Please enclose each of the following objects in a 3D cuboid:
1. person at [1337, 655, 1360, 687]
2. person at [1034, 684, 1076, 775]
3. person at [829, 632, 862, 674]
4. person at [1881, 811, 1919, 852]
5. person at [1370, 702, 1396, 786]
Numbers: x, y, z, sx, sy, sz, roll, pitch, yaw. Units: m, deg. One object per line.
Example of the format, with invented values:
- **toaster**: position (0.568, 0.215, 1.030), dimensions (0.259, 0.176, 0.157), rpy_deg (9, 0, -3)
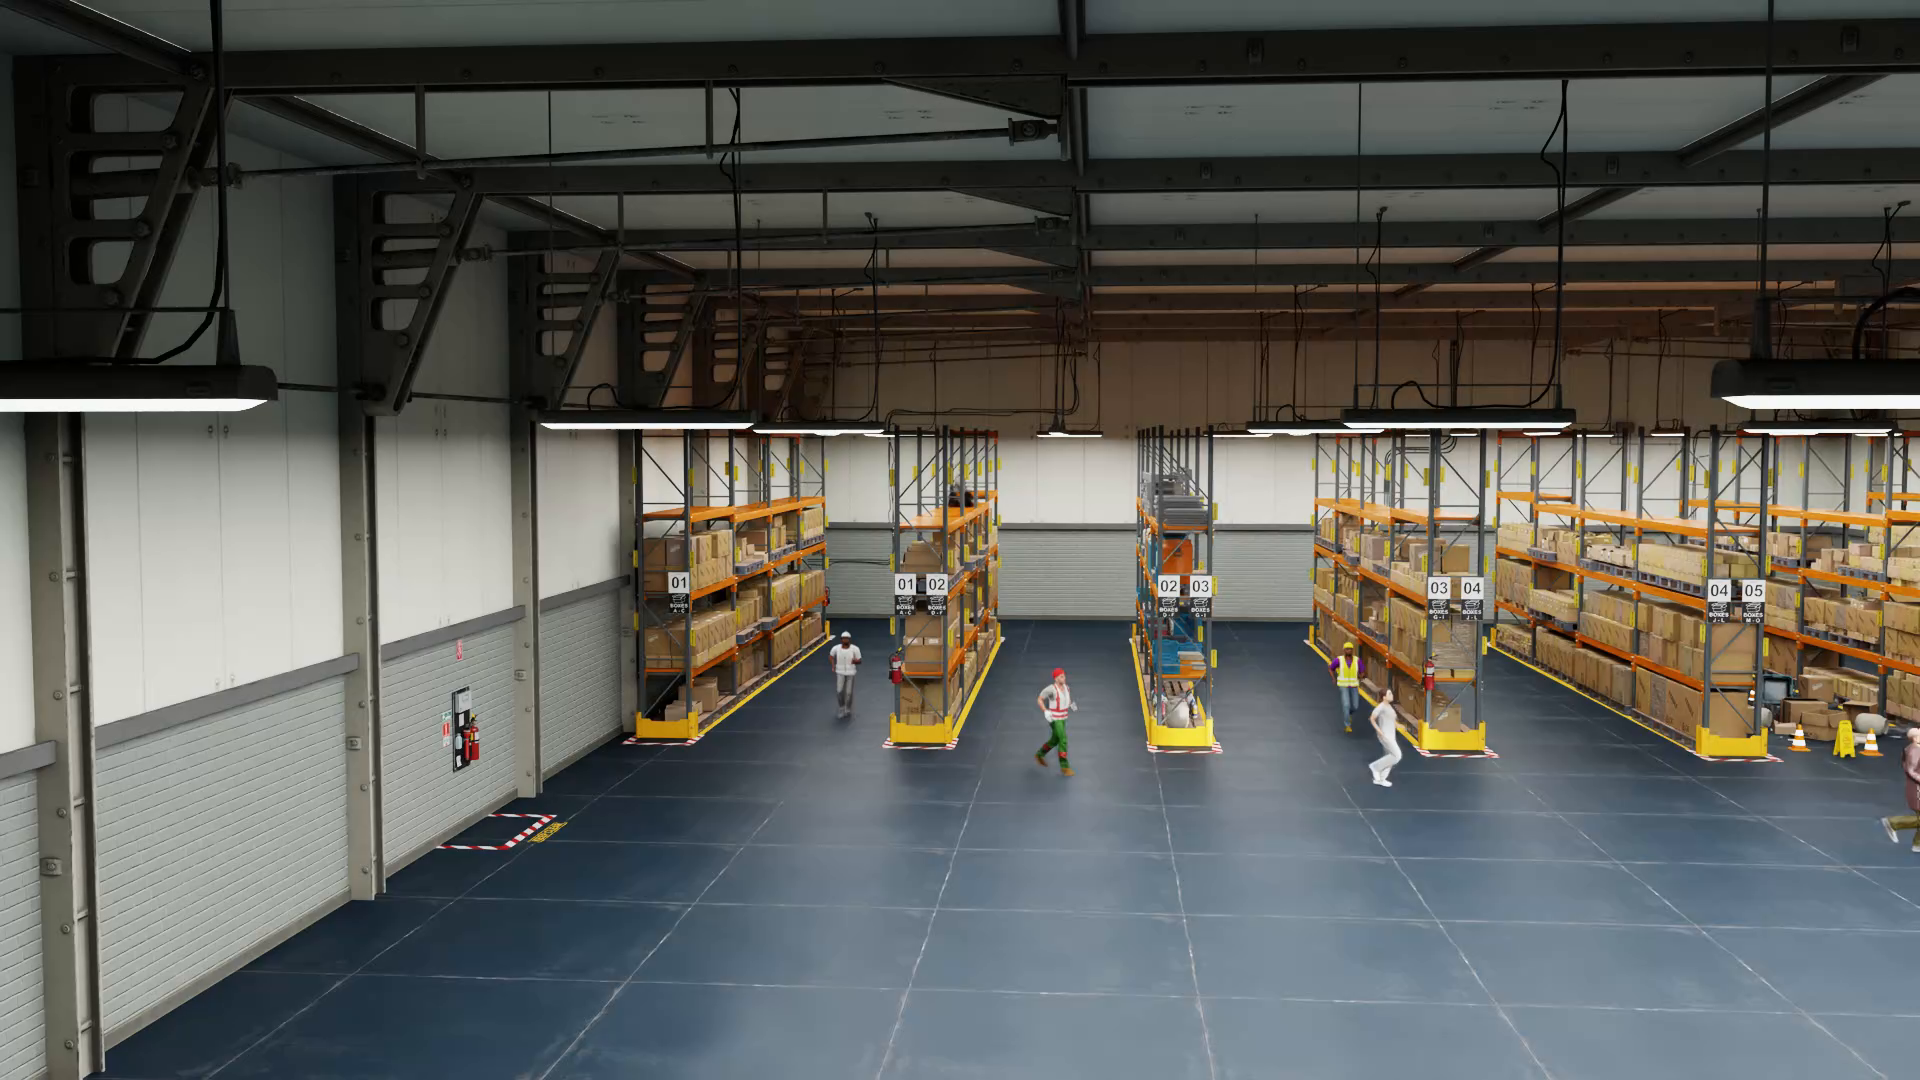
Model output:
- **person**: position (7.648, 2.583, 32.756), dimensions (0.435, 0.623, 0.344), rpy_deg (0, 3, 2)
- **person**: position (1.648, 3.218, 28.577), dimensions (0.924, 1.534, 0.410), rpy_deg (3, 4, 37)
- **person**: position (-2.365, 2.325, 34.224), dimensions (0.672, 0.872, 0.662), rpy_deg (0, 3, -2)
- **person**: position (13.219, 3.824, 23.079), dimensions (0.756, 1.038, 0.379), rpy_deg (2, 4, 28)
- **person**: position (7.019, 3.376, 27.559), dimensions (0.384, 1.381, 0.526), rpy_deg (2, 4, 33)
